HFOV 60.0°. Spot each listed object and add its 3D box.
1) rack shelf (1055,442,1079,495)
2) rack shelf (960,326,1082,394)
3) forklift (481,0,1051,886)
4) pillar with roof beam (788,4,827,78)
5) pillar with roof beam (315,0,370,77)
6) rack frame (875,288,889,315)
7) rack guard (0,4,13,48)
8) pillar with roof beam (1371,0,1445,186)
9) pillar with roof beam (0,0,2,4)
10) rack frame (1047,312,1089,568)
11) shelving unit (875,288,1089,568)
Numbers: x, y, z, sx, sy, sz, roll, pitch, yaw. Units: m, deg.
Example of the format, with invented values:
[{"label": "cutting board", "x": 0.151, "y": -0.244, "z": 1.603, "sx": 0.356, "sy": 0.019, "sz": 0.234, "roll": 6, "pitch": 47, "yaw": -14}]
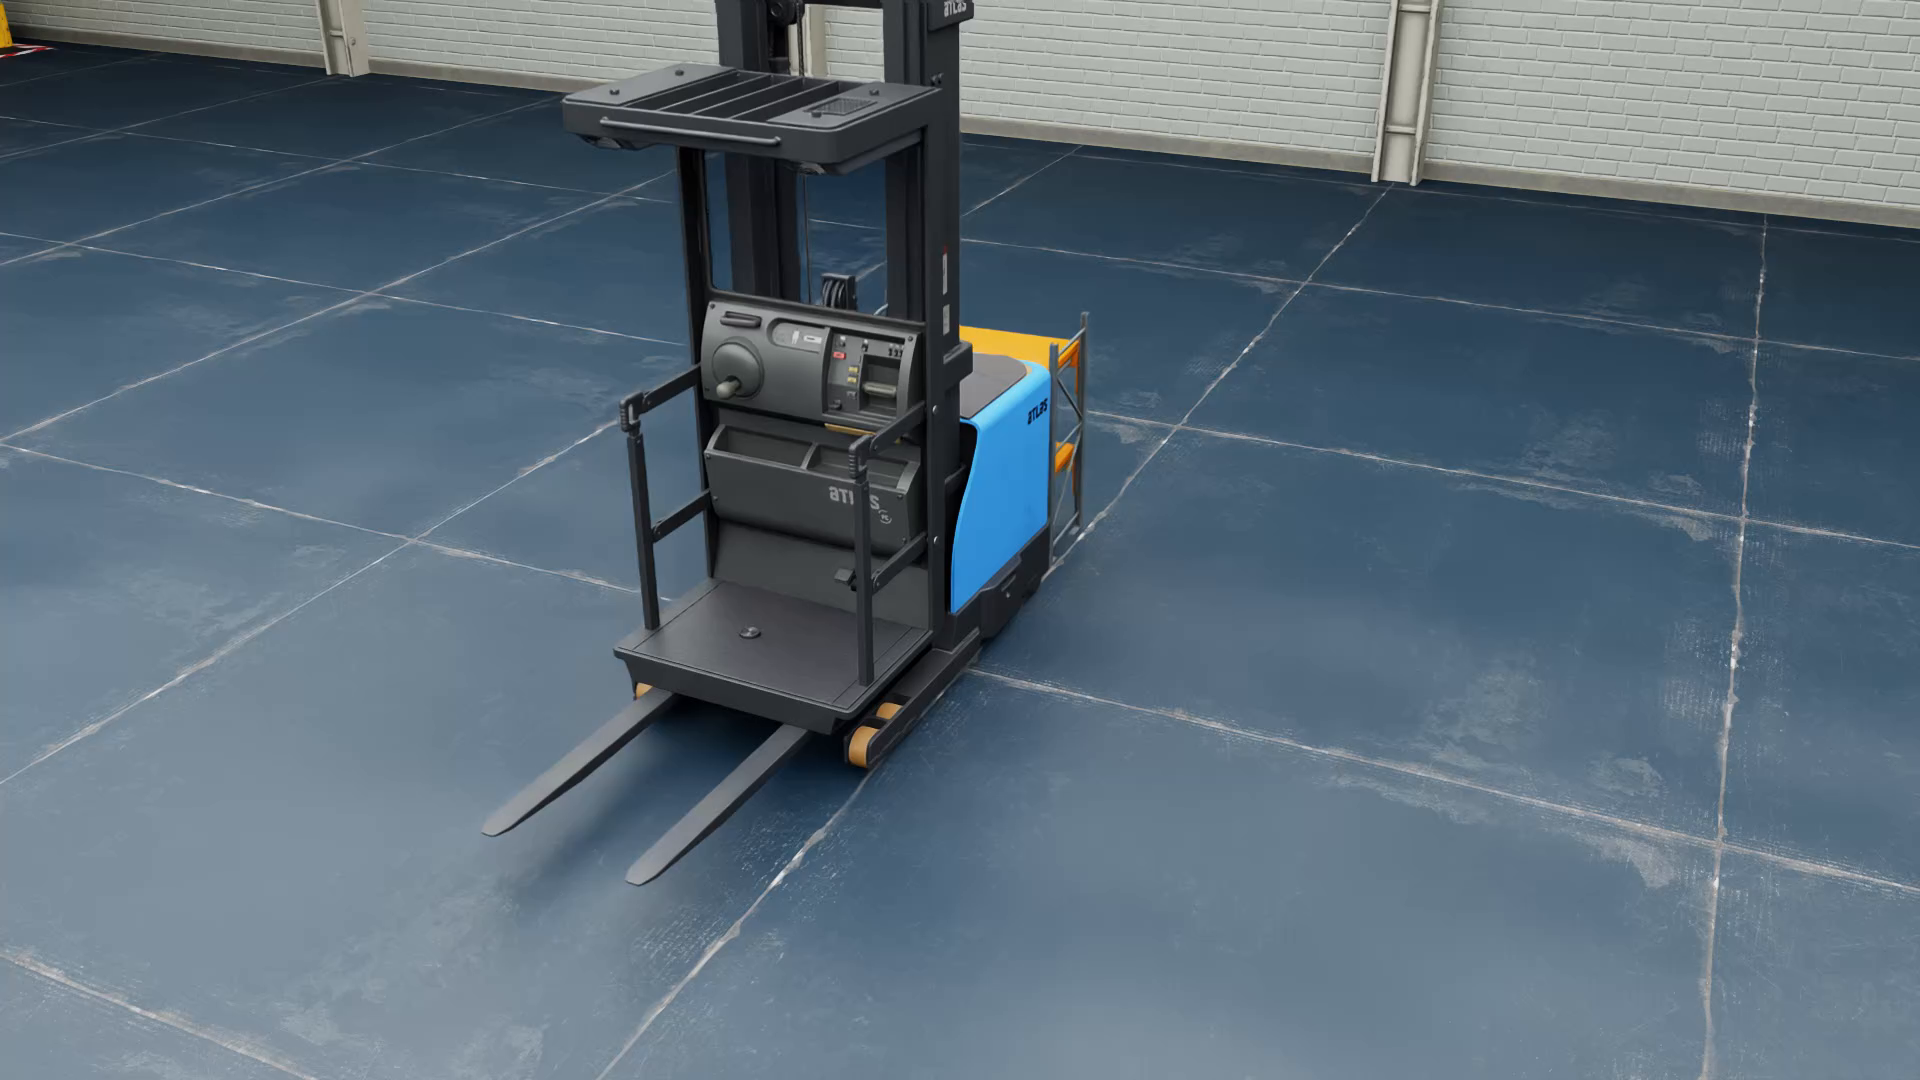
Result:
[{"label": "rack shelf", "x": 0.037, "y": -0.340, "z": 8.221, "sx": 1.000, "sy": 0.278, "sz": 0.538, "roll": 10, "pitch": 28, "yaw": 19}, {"label": "rack shelf", "x": 0.037, "y": -0.822, "z": 7.984, "sx": 1.000, "sy": 0.278, "sz": 0.538, "roll": 10, "pitch": 28, "yaw": 19}, {"label": "forklift", "x": -0.683, "y": -0.649, "z": 6.249, "sx": 1.130, "sy": 2.935, "sz": 3.031, "roll": 12, "pitch": 29, "yaw": 23}, {"label": "pillar with roof beam", "x": -3.371, "y": -6.599, "z": 11.466, "sx": 0.400, "sy": 9.000, "sz": 9.100, "roll": 11, "pitch": 28, "yaw": 22}, {"label": "pillar with roof beam", "x": -8.833, "y": -7.696, "z": 13.694, "sx": 0.400, "sy": 9.000, "sz": 9.100, "roll": 11, "pitch": 28, "yaw": 22}, {"label": "rack frame", "x": -0.435, "y": -0.643, "z": 8.283, "sx": 0.032, "sy": 1.125, "sz": 0.500, "roll": 10, "pitch": 28, "yaw": 19}, {"label": "rack guard", "x": -12.230, "y": -6.217, "z": 20.312, "sx": 0.348, "sy": 0.500, "sz": 1.175, "roll": 11, "pitch": 28, "yaw": 22}, {"label": "pillar with roof beam", "x": 2.091, "y": -5.502, "z": 9.237, "sx": 0.400, "sy": 9.000, "sz": 9.100, "roll": 11, "pitch": 28, "yaw": 22}, {"label": "pillar with roof beam", "x": -14.295, "y": -8.793, "z": 15.922, "sx": 0.400, "sy": 9.000, "sz": 9.100, "roll": 11, "pitch": 28, "yaw": 22}, {"label": "rack frame", "x": 0.509, "y": -0.476, "z": 7.944, "sx": 0.032, "sy": 1.125, "sz": 0.500, "roll": 10, "pitch": 28, "yaw": 19}, {"label": "shelving unit", "x": 0.037, "y": -0.560, "z": 8.113, "sx": 1.048, "sy": 1.125, "sz": 0.538, "roll": 10, "pitch": 28, "yaw": 19}]
